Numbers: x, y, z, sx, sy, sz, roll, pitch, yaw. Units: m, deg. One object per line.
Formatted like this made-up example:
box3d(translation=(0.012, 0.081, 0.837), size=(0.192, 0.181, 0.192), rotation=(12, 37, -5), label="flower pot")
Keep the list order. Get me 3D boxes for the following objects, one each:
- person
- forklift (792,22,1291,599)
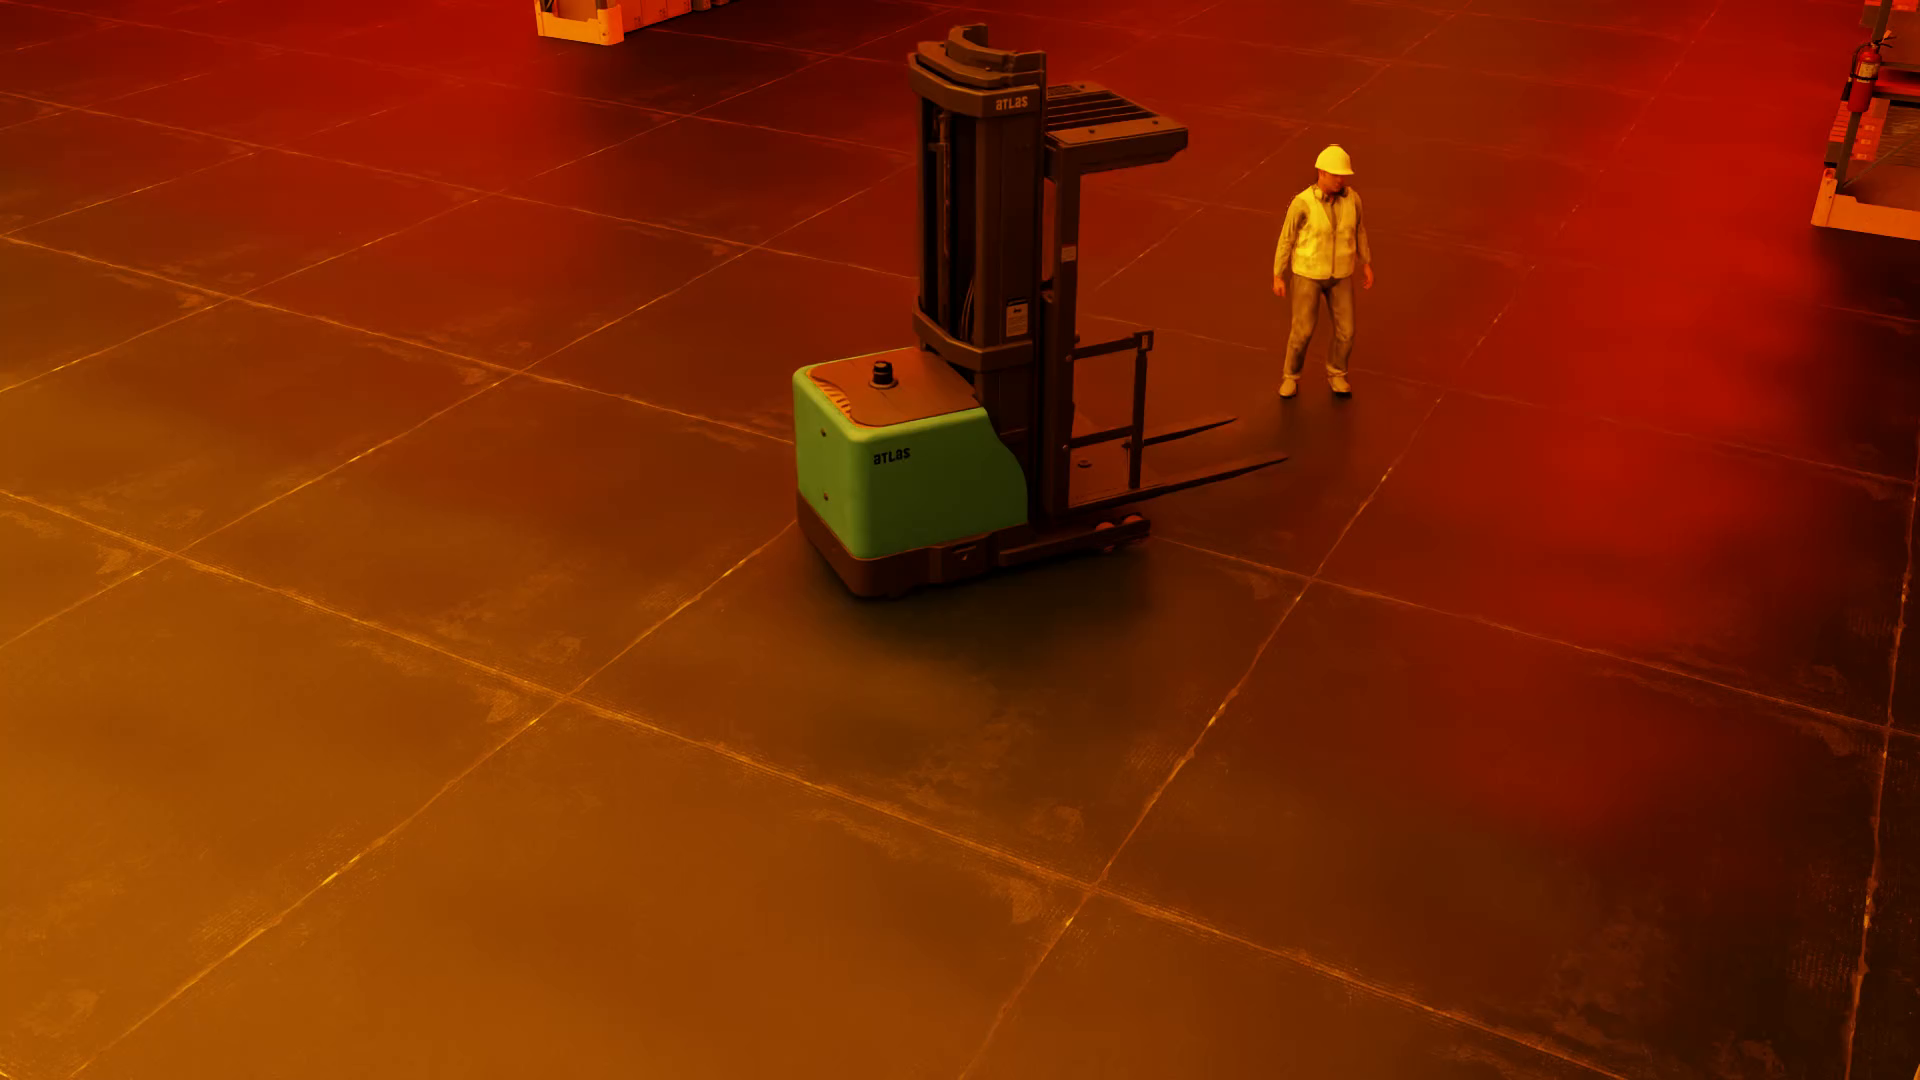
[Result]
box3d(translation=(2.507, -1.845, 11.457), size=(0.706, 1.749, 0.396), rotation=(-6, 31, -10), label="person")
box3d(translation=(0.576, -1.431, 9.550), size=(3.031, 2.935, 1.130), rotation=(-13, 33, -22), label="forklift")
